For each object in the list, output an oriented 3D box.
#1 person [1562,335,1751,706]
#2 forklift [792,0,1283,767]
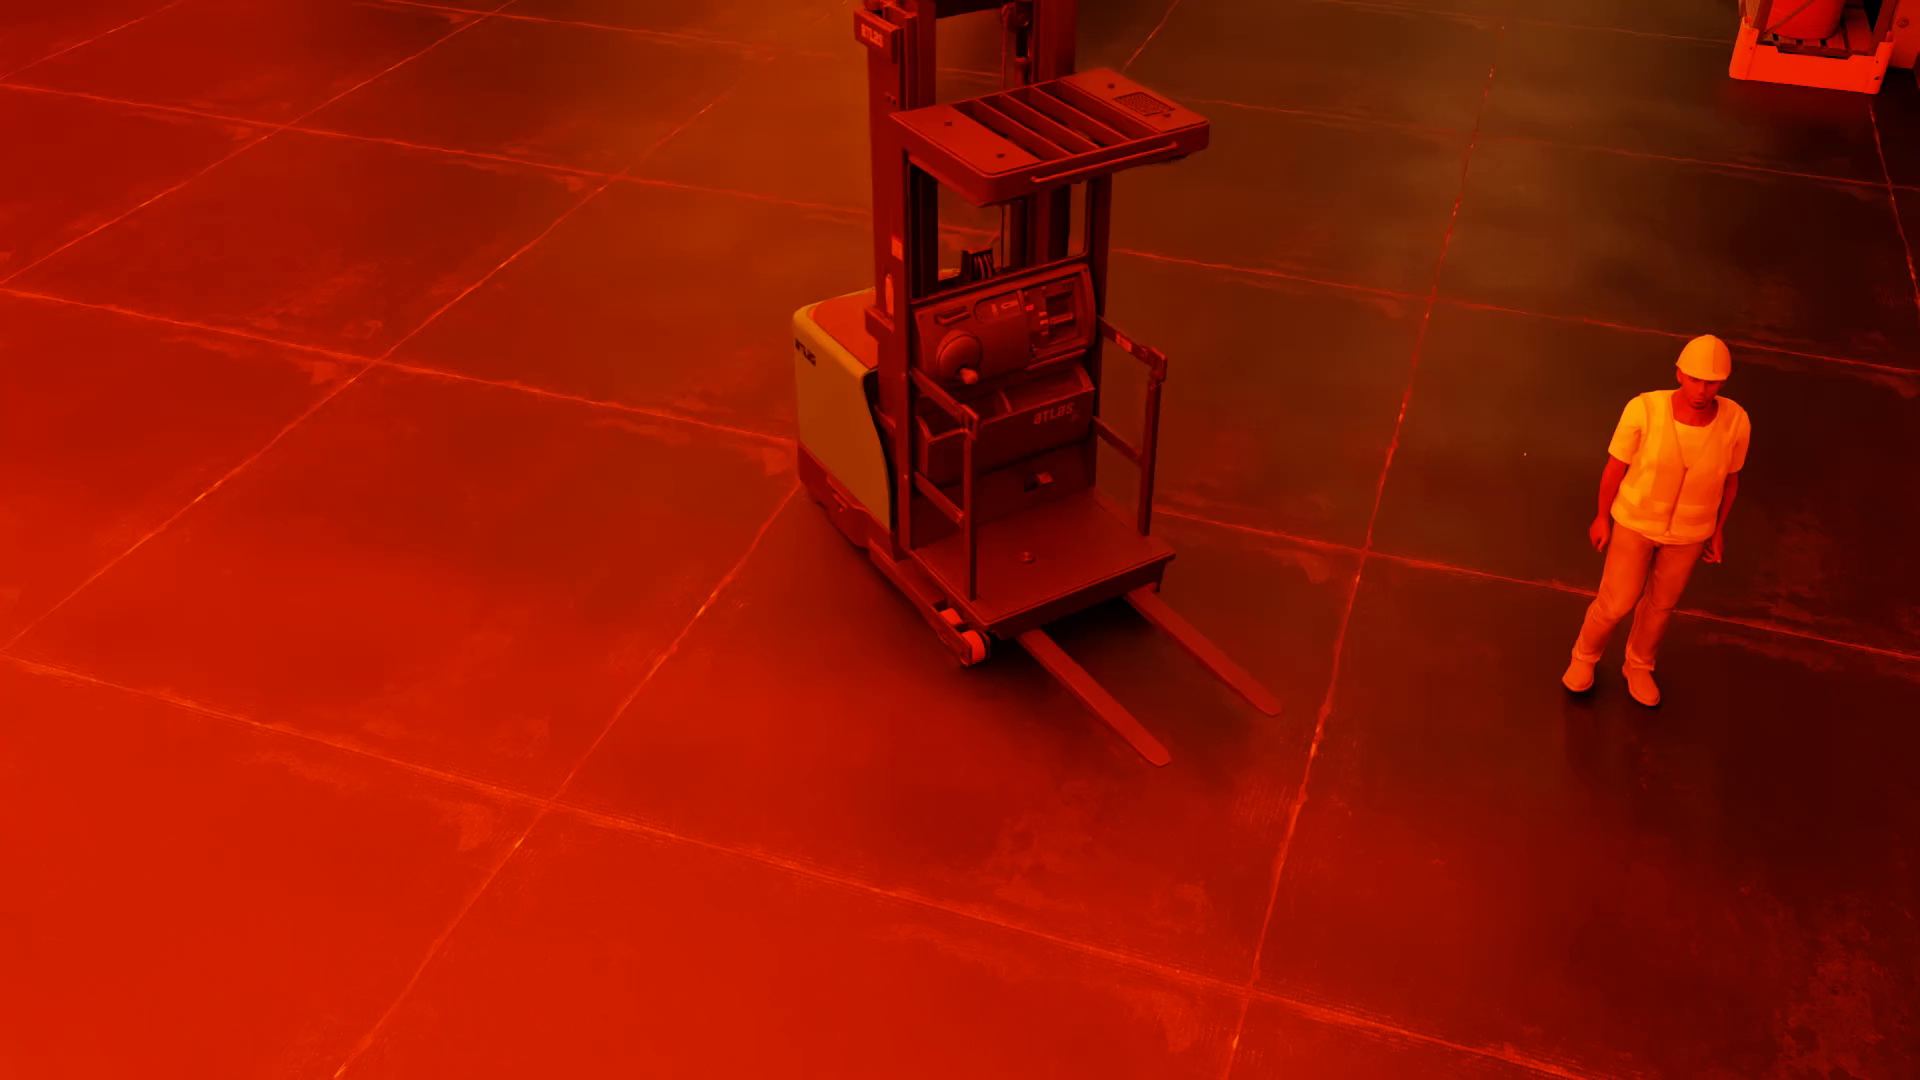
[{"bbox_3d":[3.036,-0.063,7.209,0.557,1.767,0.387,6,36,9],"label":"person"},{"bbox_3d":[0.327,-0.916,7.402,1.130,2.935,3.031,-20,40,-25],"label":"forklift"}]
